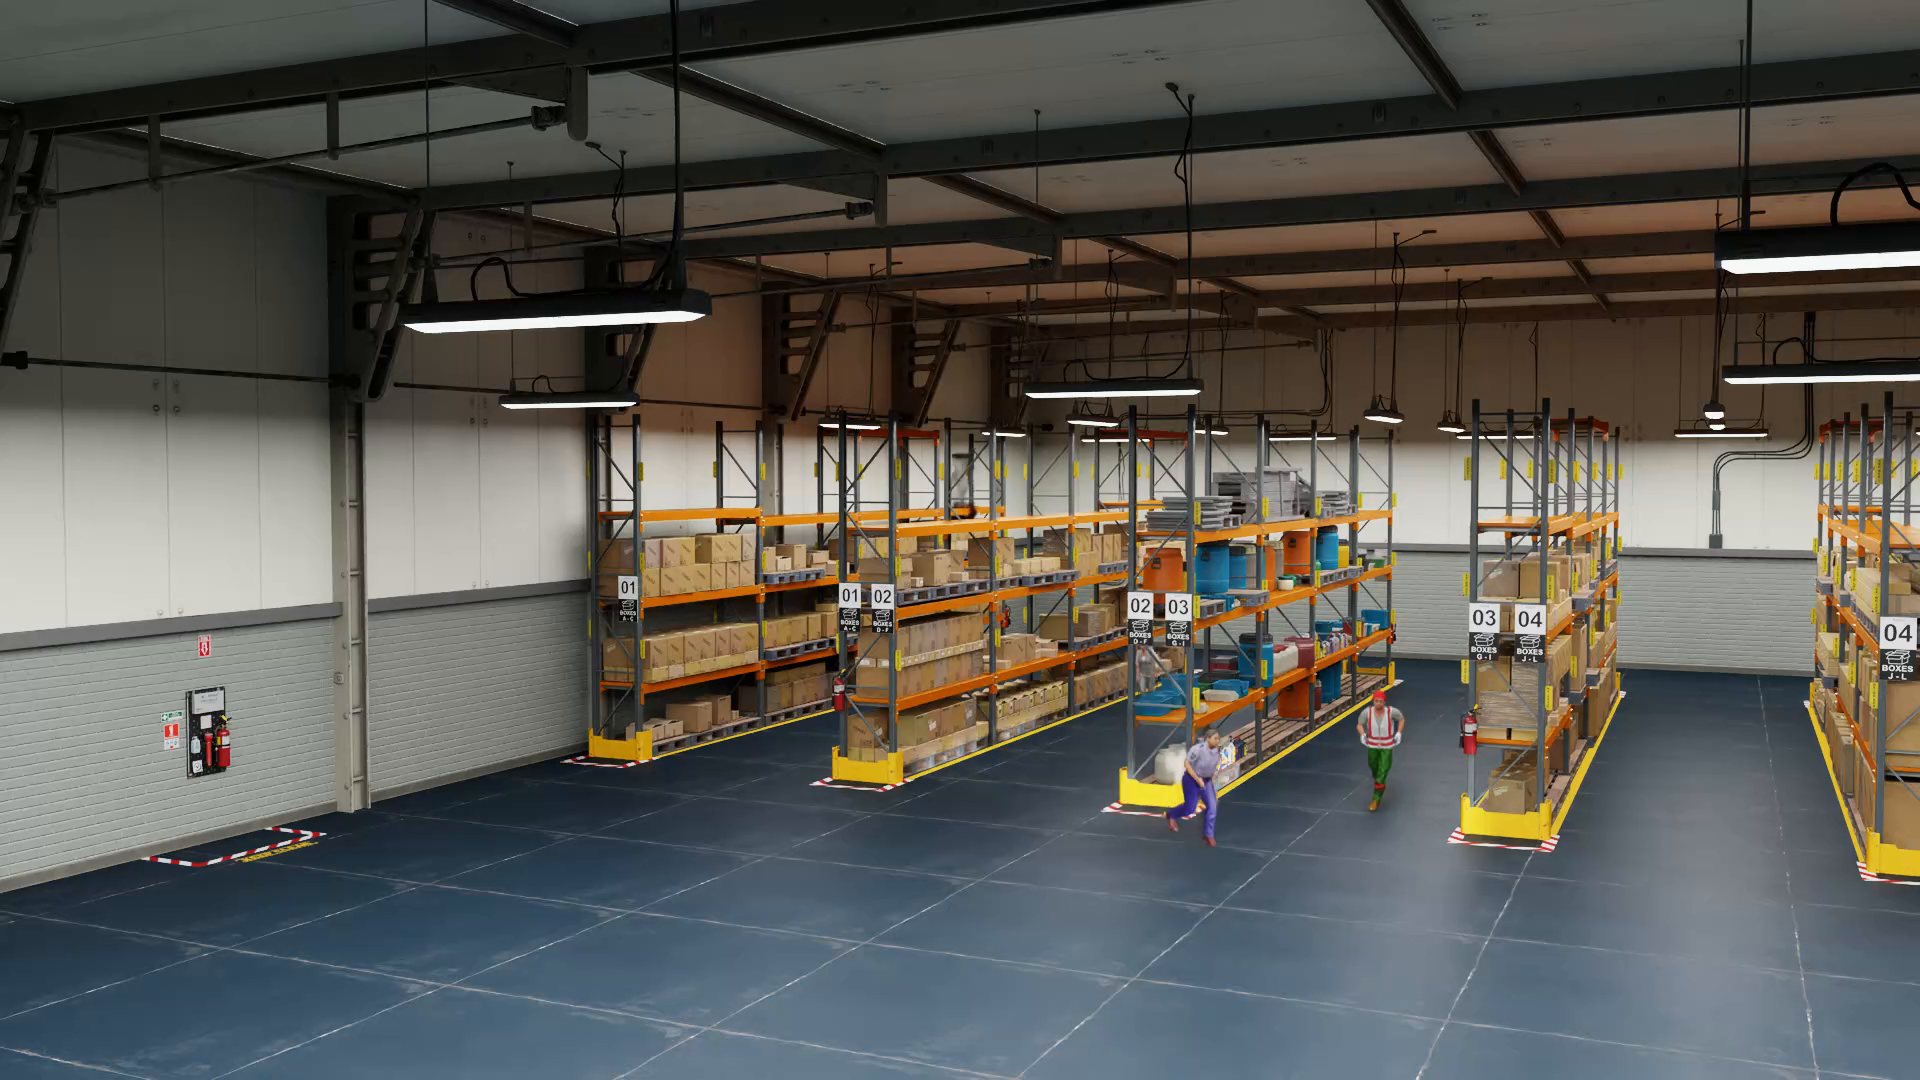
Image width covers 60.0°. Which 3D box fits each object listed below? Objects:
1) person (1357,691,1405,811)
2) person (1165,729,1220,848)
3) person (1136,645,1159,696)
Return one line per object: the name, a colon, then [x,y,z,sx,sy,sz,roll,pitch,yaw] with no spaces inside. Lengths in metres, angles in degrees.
person: [6.291,3.096,24.866,0.690,1.740,1.098,1,2,17]
person: [3.170,3.319,22.512,0.630,1.597,0.952,-2,3,-41]
person: [3.883,2.829,34.459,0.555,1.575,0.761,1,2,19]
